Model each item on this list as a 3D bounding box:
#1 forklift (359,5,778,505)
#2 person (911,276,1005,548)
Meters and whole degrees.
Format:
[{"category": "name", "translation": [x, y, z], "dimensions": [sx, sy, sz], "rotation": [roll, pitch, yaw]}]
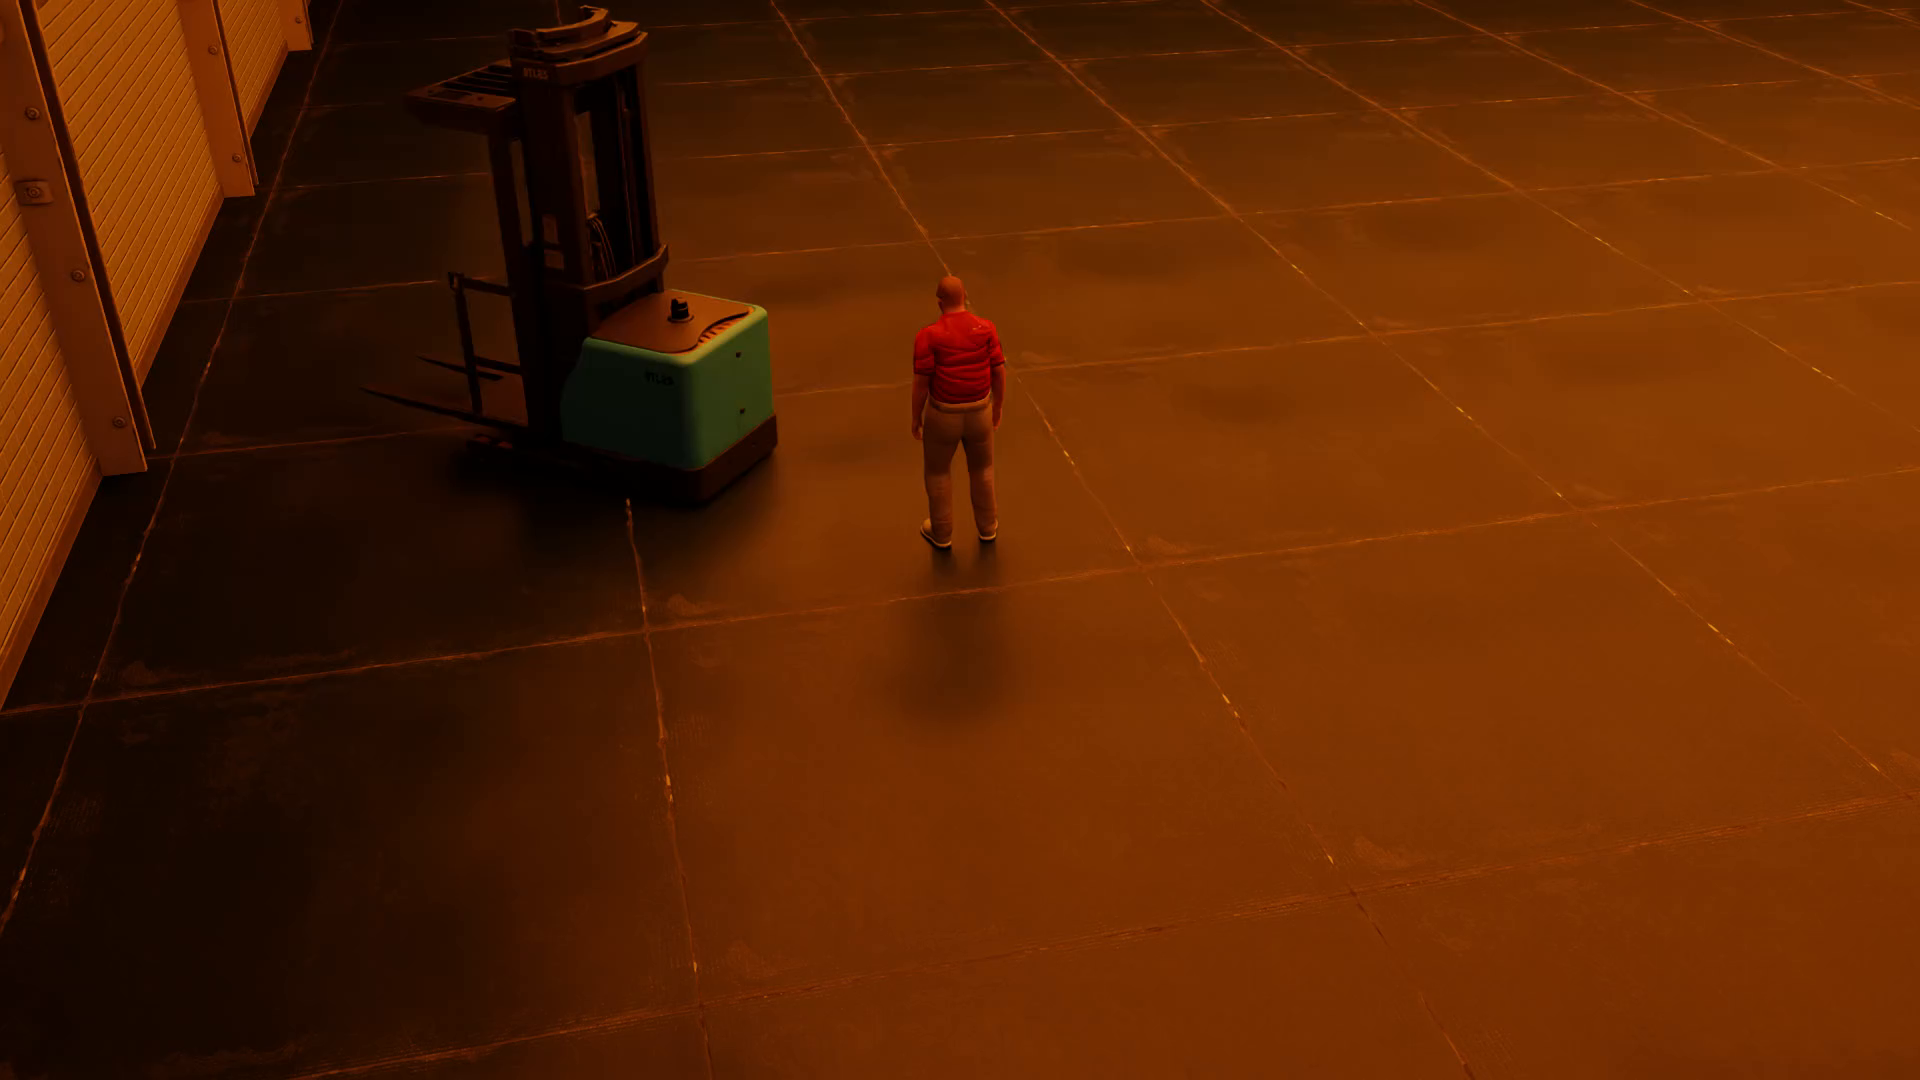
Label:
[{"category": "forklift", "translation": [-2.816, -1.995, 11.021], "dimensions": [3.031, 2.935, 1.130], "rotation": [14, 33, 22]}, {"category": "person", "translation": [-0.017, -0.765, 10.097], "dimensions": [0.587, 1.726, 0.396], "rotation": [-8, 31, -13]}]
